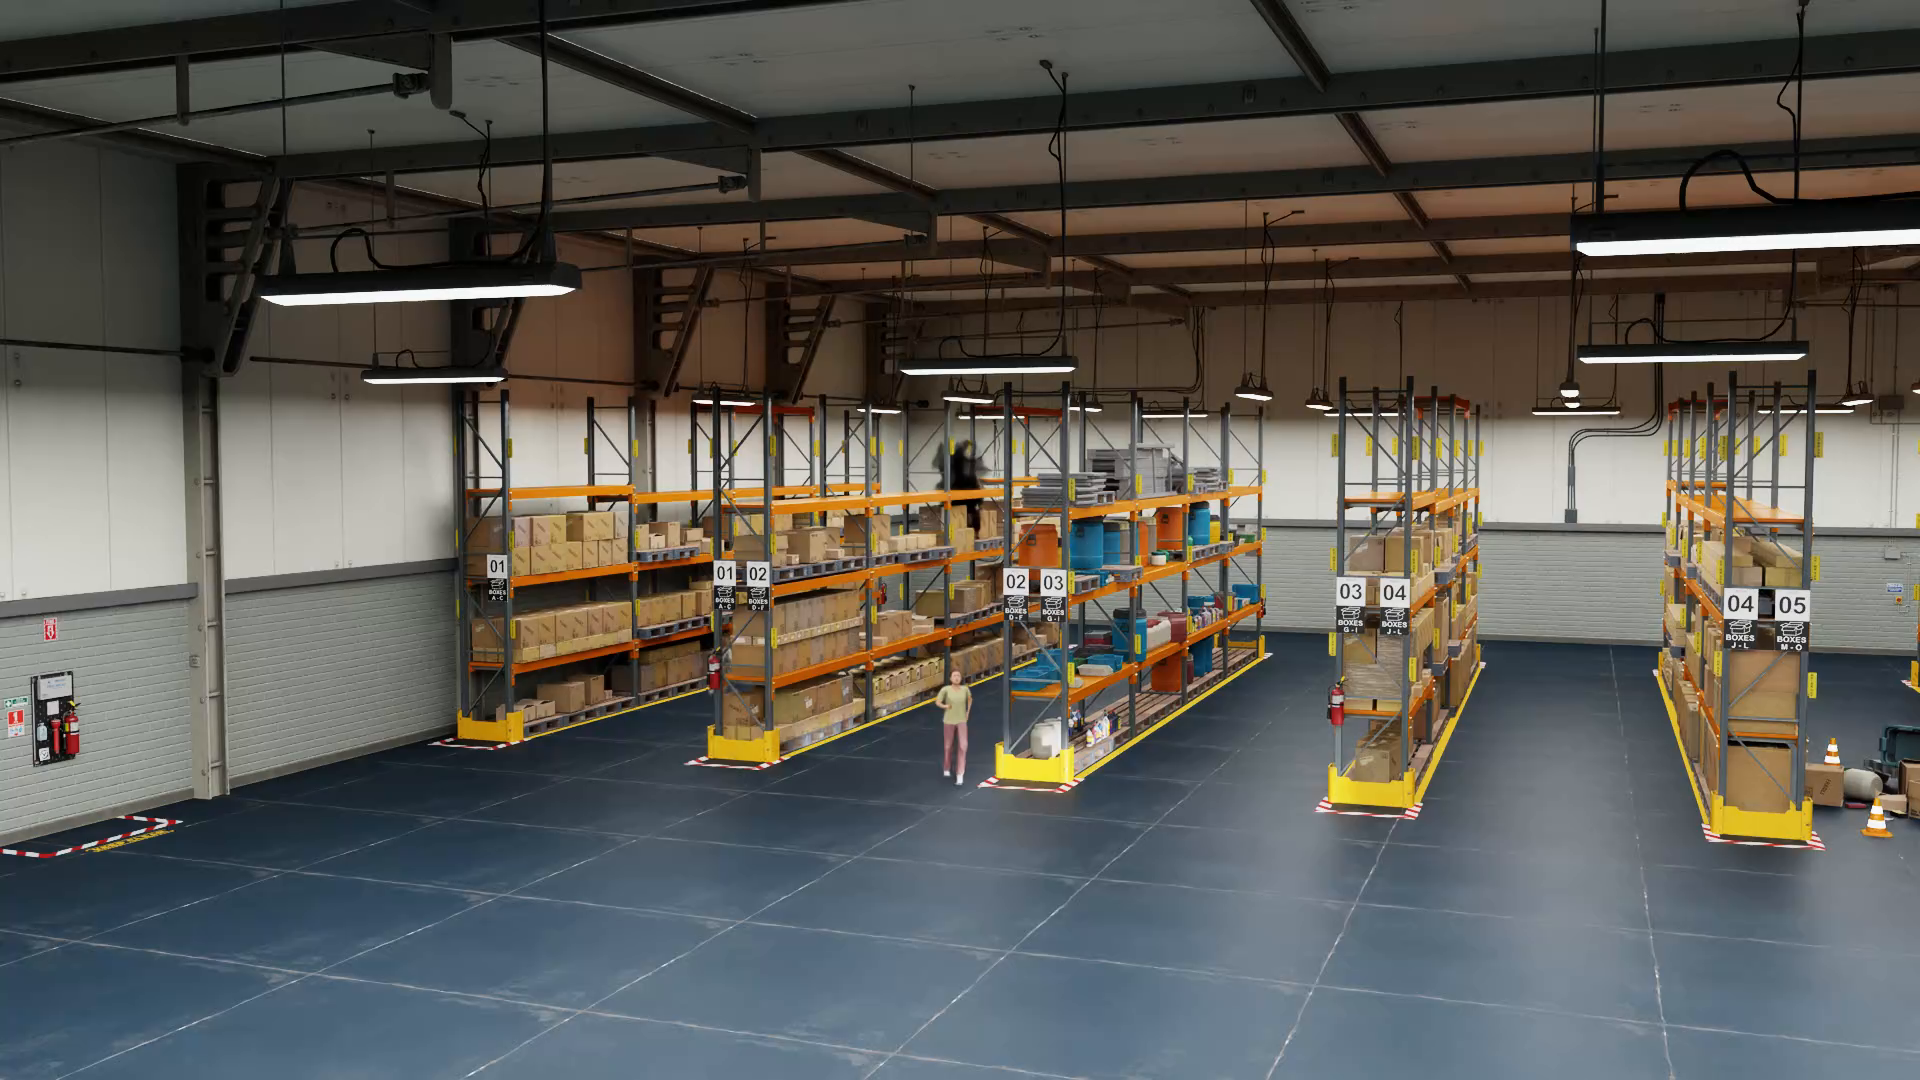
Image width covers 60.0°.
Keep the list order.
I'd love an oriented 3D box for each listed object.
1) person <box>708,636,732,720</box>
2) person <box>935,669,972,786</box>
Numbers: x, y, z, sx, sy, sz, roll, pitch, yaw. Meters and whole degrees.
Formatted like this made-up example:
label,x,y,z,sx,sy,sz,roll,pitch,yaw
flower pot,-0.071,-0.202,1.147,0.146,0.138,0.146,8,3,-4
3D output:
label,x,y,z,sx,sy,sz,roll,pitch,yaw
person,-4.394,2.529,30.491,0.593,1.566,0.557,1,3,17
person,-0.085,2.786,24.986,0.581,1.717,0.682,0,3,-6
